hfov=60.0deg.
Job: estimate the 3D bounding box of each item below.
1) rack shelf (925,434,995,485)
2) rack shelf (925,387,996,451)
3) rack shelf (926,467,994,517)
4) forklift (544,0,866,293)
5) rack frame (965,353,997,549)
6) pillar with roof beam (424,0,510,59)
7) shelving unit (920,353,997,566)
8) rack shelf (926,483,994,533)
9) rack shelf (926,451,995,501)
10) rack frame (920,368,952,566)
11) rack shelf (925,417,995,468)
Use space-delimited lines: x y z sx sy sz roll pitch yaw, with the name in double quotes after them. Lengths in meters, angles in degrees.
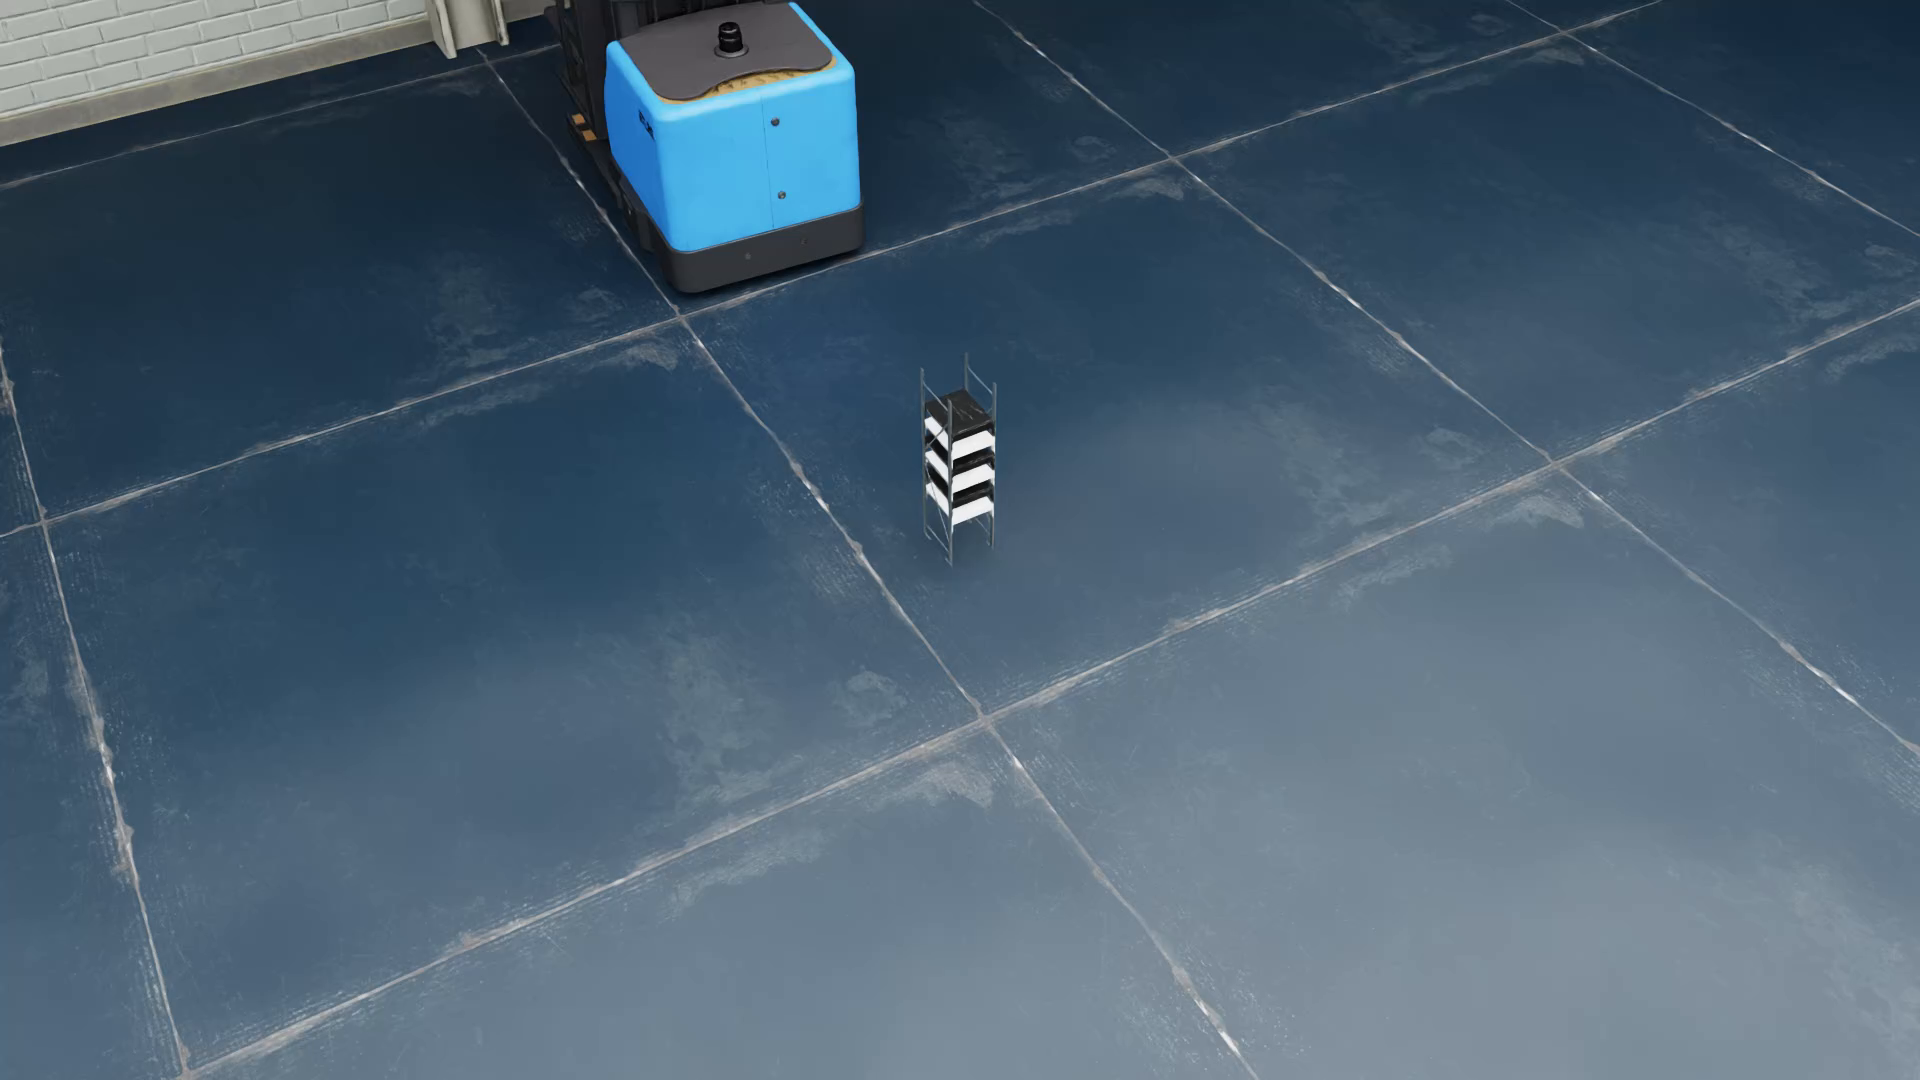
-0.007 -0.361 6.824 0.200 0.077 0.258 -22 48 -21 "rack shelf"
-0.007 -0.490 6.698 0.200 0.077 0.258 -22 48 -21 "rack shelf"
-0.007 -0.232 6.949 0.200 0.077 0.258 -22 48 -21 "rack shelf"
-1.593 -3.324 8.500 1.130 2.935 3.031 -19 47 -18 "forklift"
0.081 -0.355 6.899 0.006 0.900 0.240 -22 48 -21 "rack frame"
-0.908 -3.749 4.581 0.400 9.000 9.100 -22 48 -21 "pillar with roof beam"
-0.007 -0.320 6.863 0.210 0.900 0.258 -22 48 -21 "shelving unit"
-0.007 -0.167 7.012 0.200 0.077 0.258 -22 48 -21 "rack shelf"
-0.007 -0.296 6.886 0.200 0.077 0.258 -22 48 -21 "rack shelf"
-0.095 -0.285 6.827 0.006 0.900 0.240 -22 48 -21 "rack frame"
-0.007 -0.425 6.761 0.200 0.077 0.258 -22 48 -21 "rack shelf"
